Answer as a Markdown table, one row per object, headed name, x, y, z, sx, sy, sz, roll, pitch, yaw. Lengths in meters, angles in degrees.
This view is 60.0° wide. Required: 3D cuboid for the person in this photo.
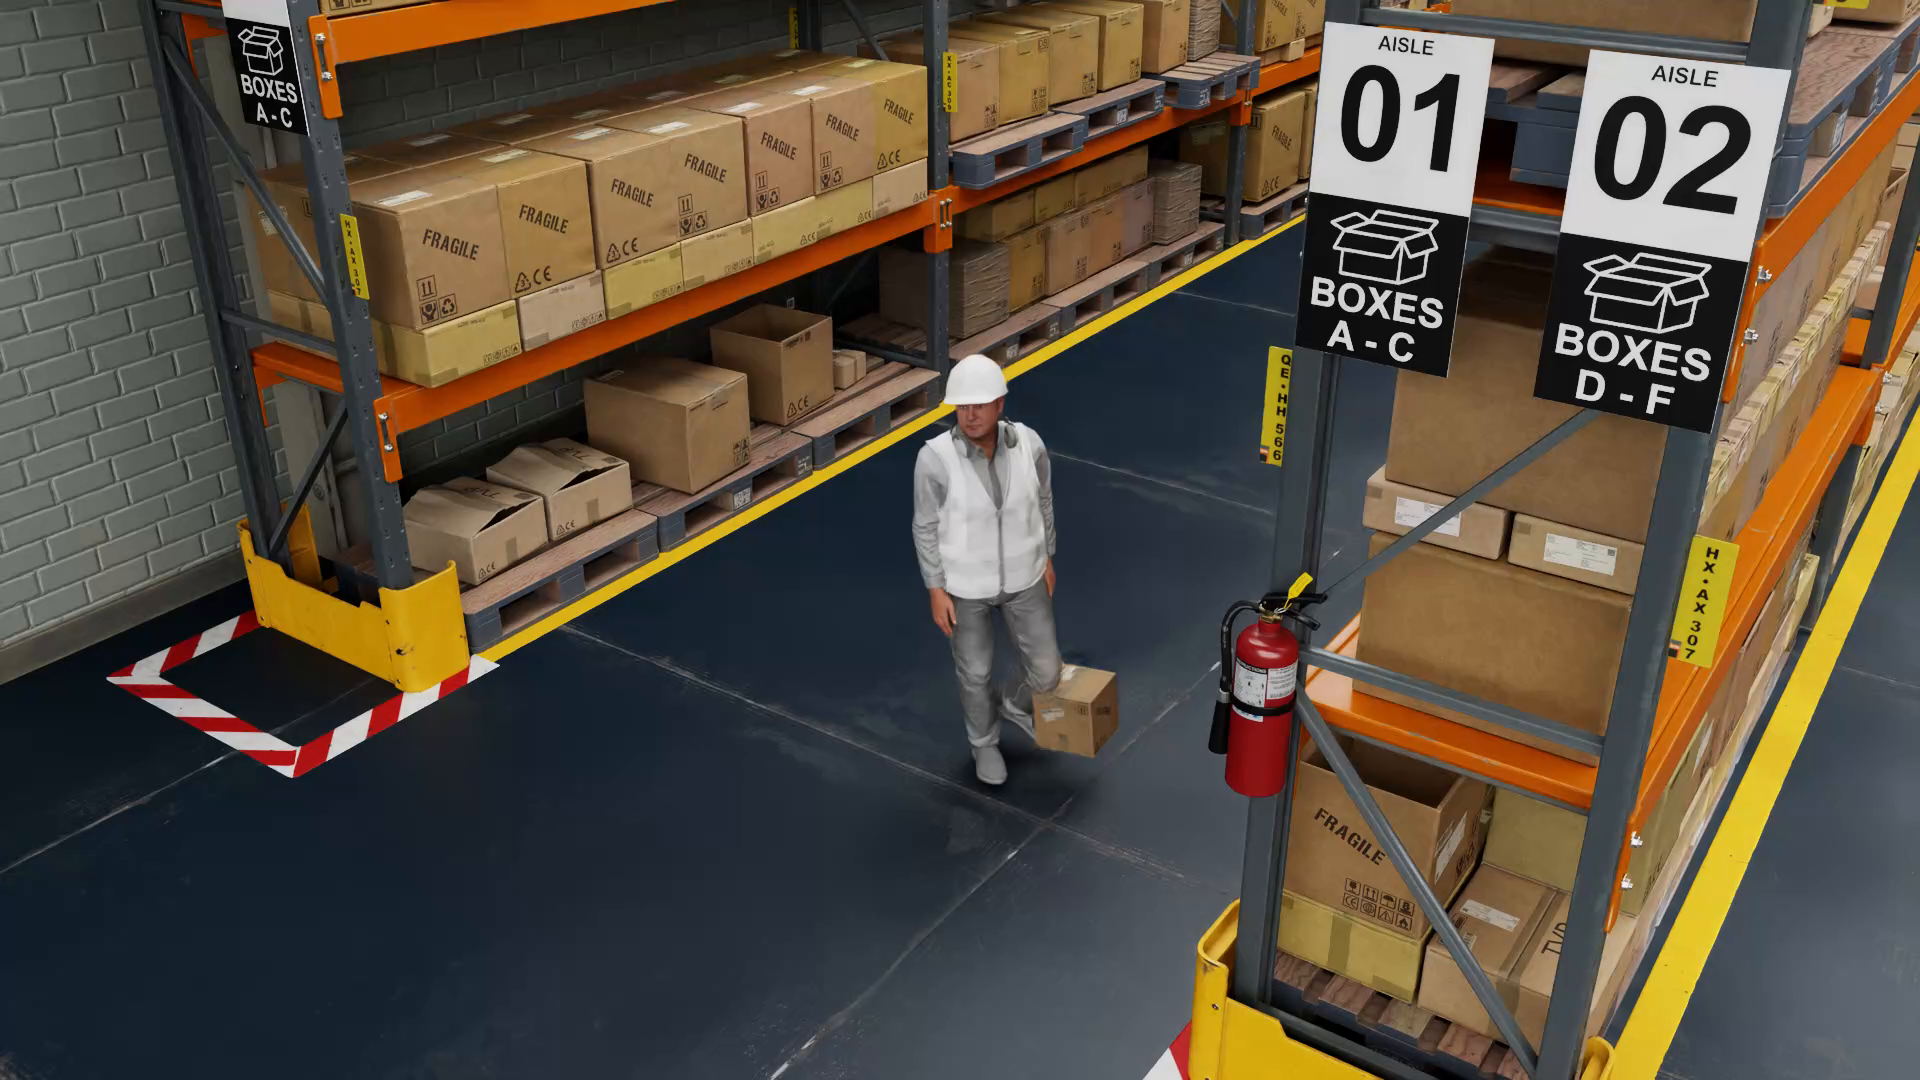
| name | x | y | z | sx | sy | sz | roll | pitch | yaw |
| --- | --- | --- | --- | --- | --- | --- | --- | --- | --- |
| person | 0.124 | 0.128 | 6.316 | 0.628 | 1.772 | 0.431 | -7 | 28 | -14 |
